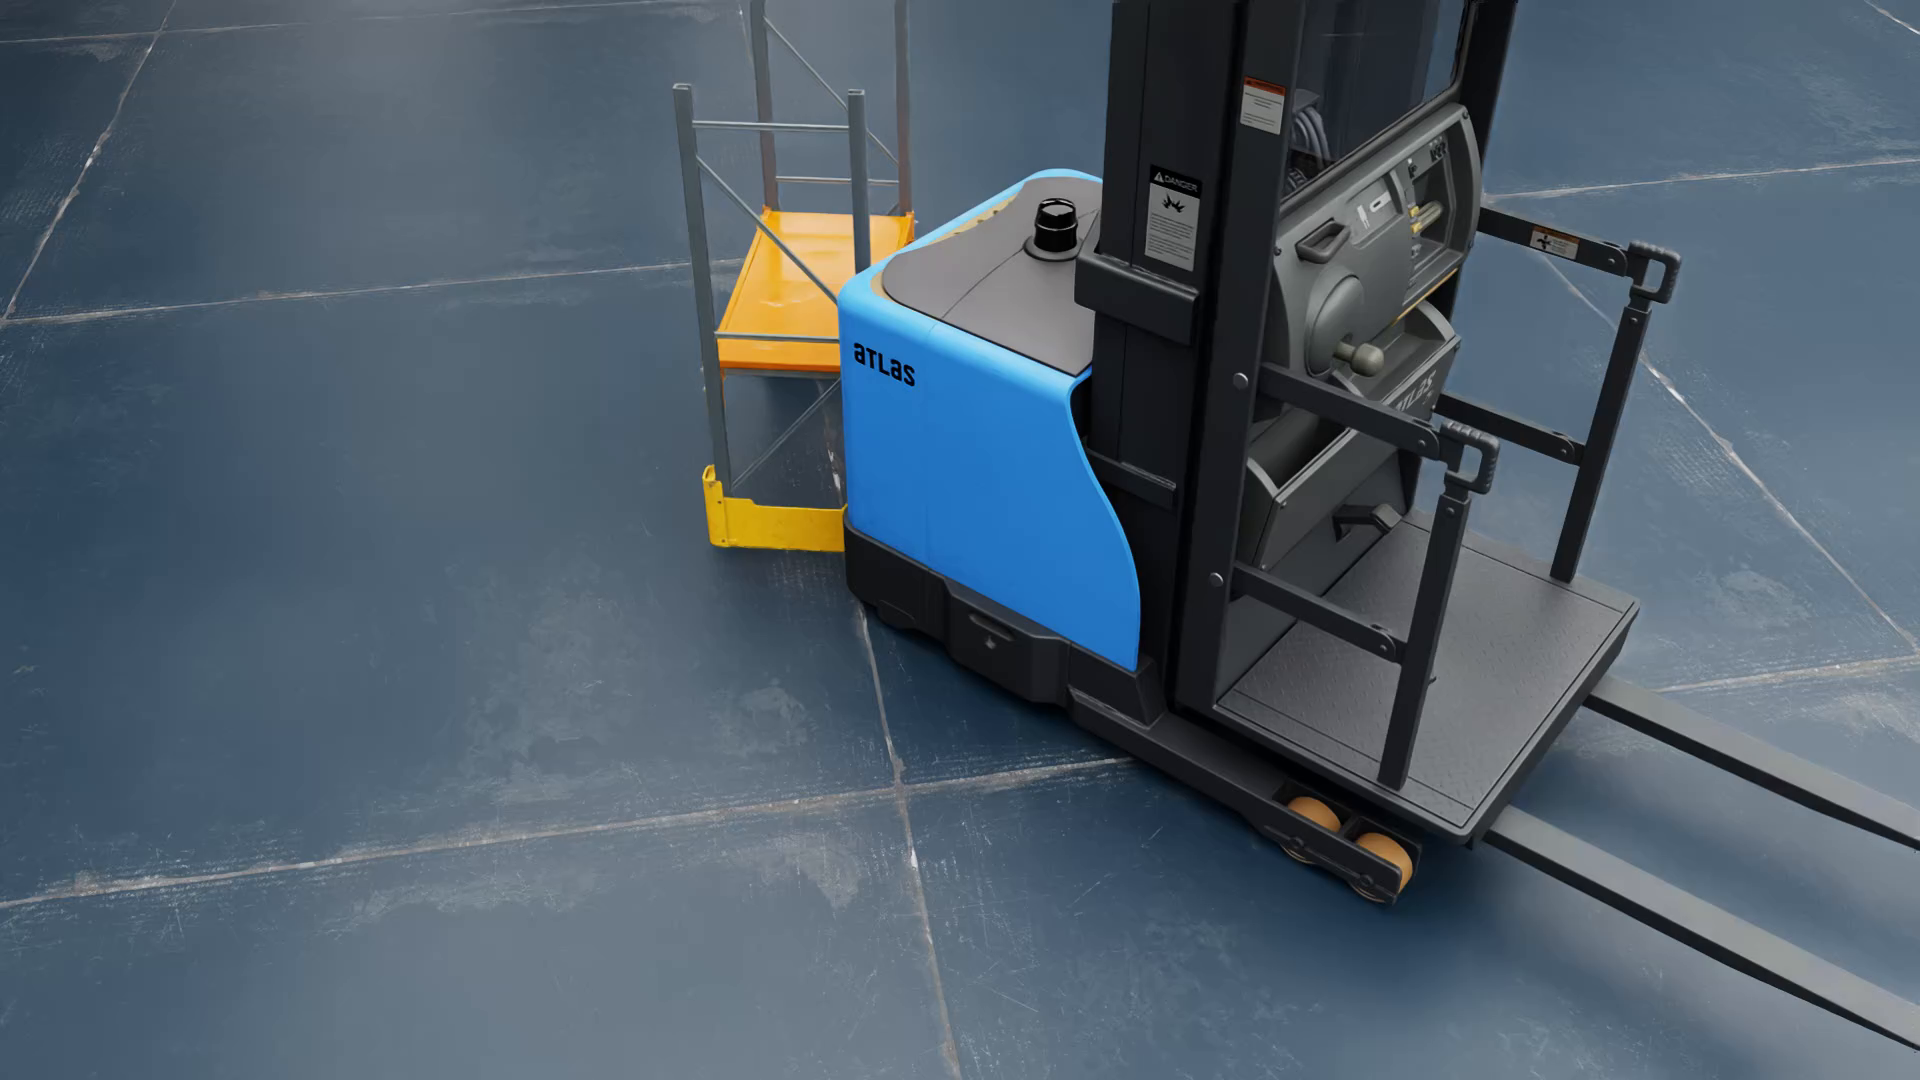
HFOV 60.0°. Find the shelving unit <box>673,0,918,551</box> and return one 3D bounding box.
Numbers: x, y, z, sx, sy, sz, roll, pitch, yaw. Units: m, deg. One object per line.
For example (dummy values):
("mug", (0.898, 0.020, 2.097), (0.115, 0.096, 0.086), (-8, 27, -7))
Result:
("shelving unit", (-0.452, -0.892, 5.176), (0.587, 1.500, 1.083), (3, 38, 4))

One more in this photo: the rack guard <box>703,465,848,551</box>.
("rack guard", (-0.494, -0.094, 5.167), (0.587, 0.250, 0.087), (3, 38, 4))

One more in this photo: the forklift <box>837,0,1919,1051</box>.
("forklift", (1.122, -0.638, 3.682), (3.031, 2.935, 1.130), (26, 45, 30))

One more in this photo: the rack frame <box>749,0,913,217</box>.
("rack frame", (-0.409, -1.197, 5.569), (0.500, 1.500, 0.032), (3, 38, 4))

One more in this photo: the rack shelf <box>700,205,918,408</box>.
("rack shelf", (-0.452, -0.744, 5.279), (0.538, 0.185, 1.000), (3, 38, 4))

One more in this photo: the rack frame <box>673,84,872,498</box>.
("rack frame", (-0.496, -0.576, 4.769), (0.500, 1.500, 0.032), (3, 38, 4))
